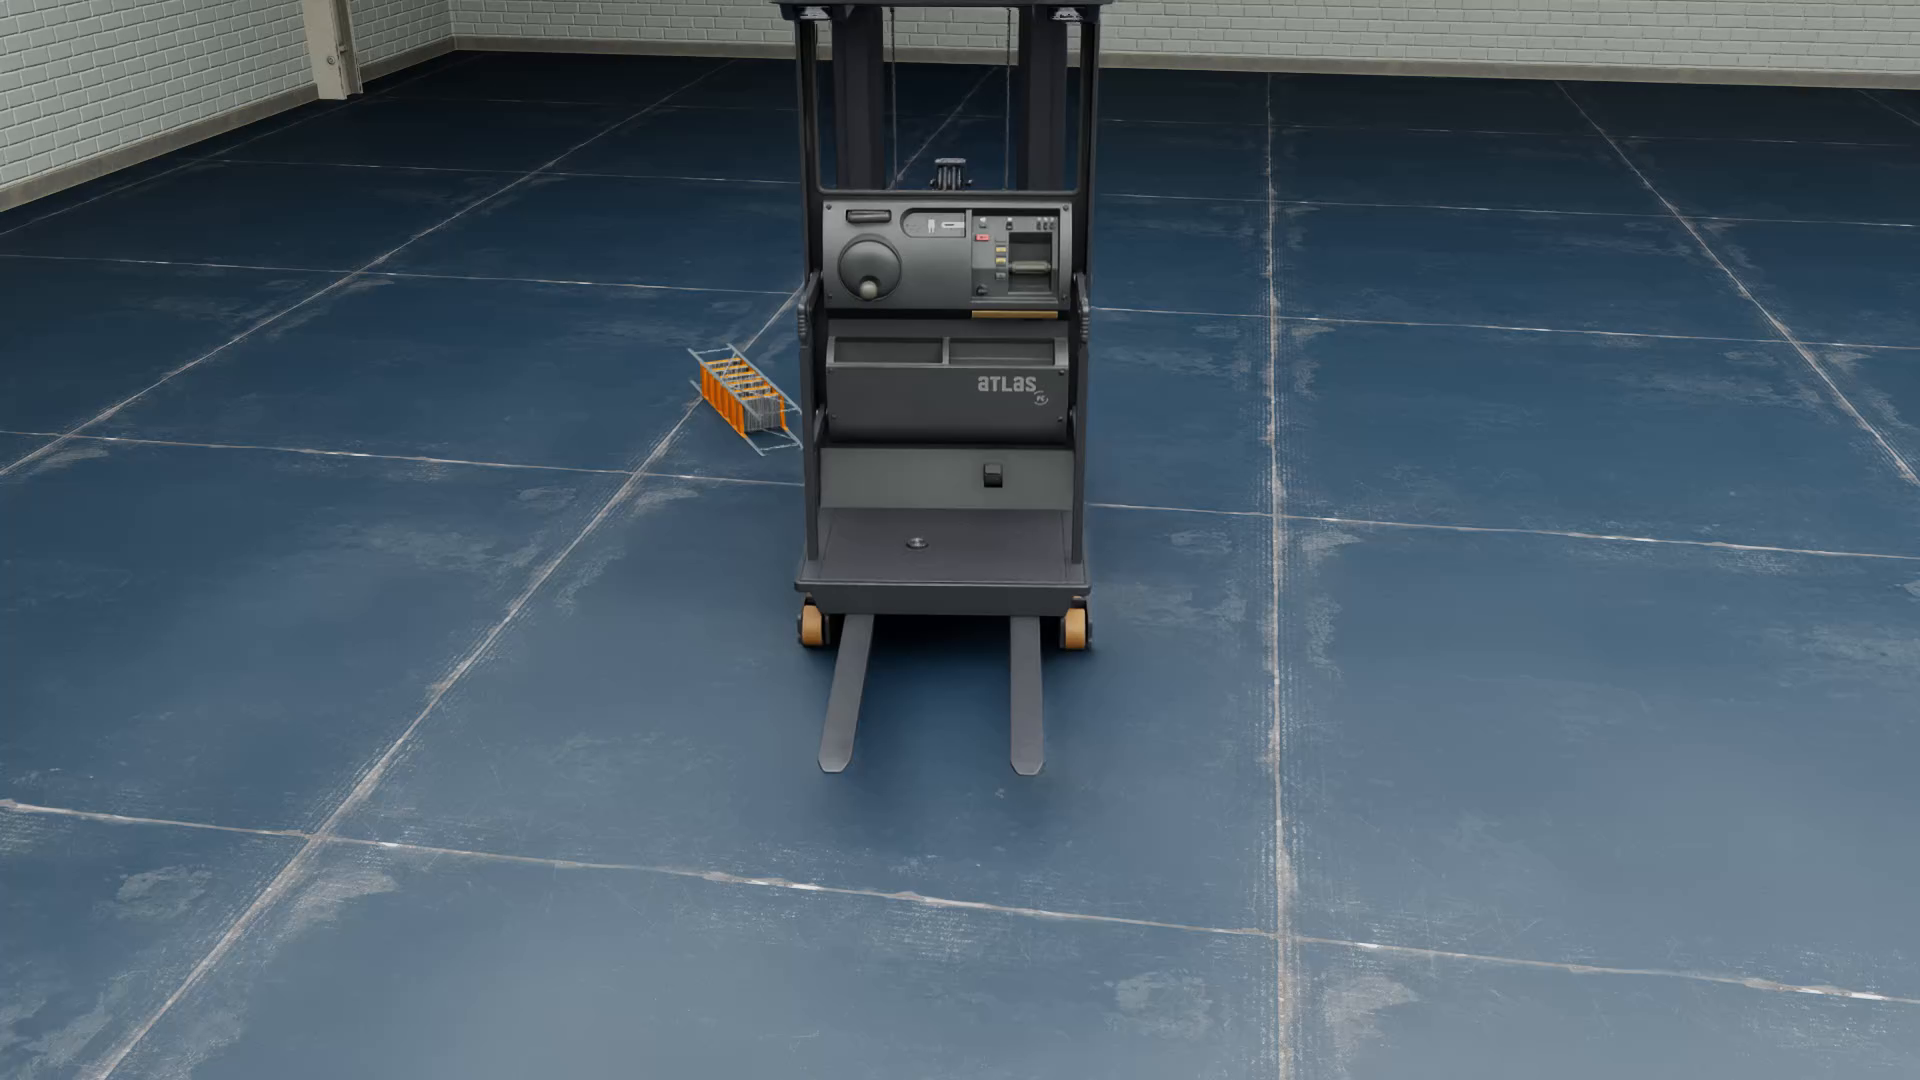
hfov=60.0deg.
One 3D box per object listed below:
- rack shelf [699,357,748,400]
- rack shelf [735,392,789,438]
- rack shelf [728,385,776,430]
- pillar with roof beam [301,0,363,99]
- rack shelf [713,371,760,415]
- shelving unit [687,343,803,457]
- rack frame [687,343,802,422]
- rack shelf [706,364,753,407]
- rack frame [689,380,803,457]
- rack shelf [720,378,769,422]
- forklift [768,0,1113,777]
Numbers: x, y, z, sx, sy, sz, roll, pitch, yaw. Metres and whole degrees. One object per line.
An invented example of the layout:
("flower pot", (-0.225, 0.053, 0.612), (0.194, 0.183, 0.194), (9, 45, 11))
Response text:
("rack shelf", (-1.251, -0.863, 8.866), (0.258, 0.180, 0.103), (-11, 27, -23))
("rack shelf", (-0.996, -0.633, 8.374), (0.258, 0.180, 0.103), (-11, 27, -23))
("rack shelf", (-1.047, -0.679, 8.472), (0.258, 0.180, 0.103), (-11, 27, -23))
("pillar with roof beam", (-2.056, -8.296, 14.360), (9.100, 9.000, 0.400), (4, 25, 9))
("rack shelf", (-1.149, -0.771, 8.669), (0.258, 0.180, 0.103), (-11, 27, -23))
("shelving unit", (-1.117, -0.742, 8.607), (0.258, 0.189, 1.200), (-11, 27, -23))
("rack frame", (-1.117, -0.825, 8.568), (0.240, 0.006, 1.200), (-11, 27, -23))
("rack shelf", (-1.200, -0.817, 8.767), (0.258, 0.180, 0.103), (-11, 27, -23))
("rack frame", (-1.117, -0.659, 8.646), (0.240, 0.006, 1.200), (-11, 27, -23))
("rack shelf", (-1.098, -0.725, 8.571), (0.258, 0.180, 0.103), (-11, 27, -23))
("forklift", (-0.051, -1.042, 6.018), (1.130, 2.935, 3.031), (1, 25, 1))
